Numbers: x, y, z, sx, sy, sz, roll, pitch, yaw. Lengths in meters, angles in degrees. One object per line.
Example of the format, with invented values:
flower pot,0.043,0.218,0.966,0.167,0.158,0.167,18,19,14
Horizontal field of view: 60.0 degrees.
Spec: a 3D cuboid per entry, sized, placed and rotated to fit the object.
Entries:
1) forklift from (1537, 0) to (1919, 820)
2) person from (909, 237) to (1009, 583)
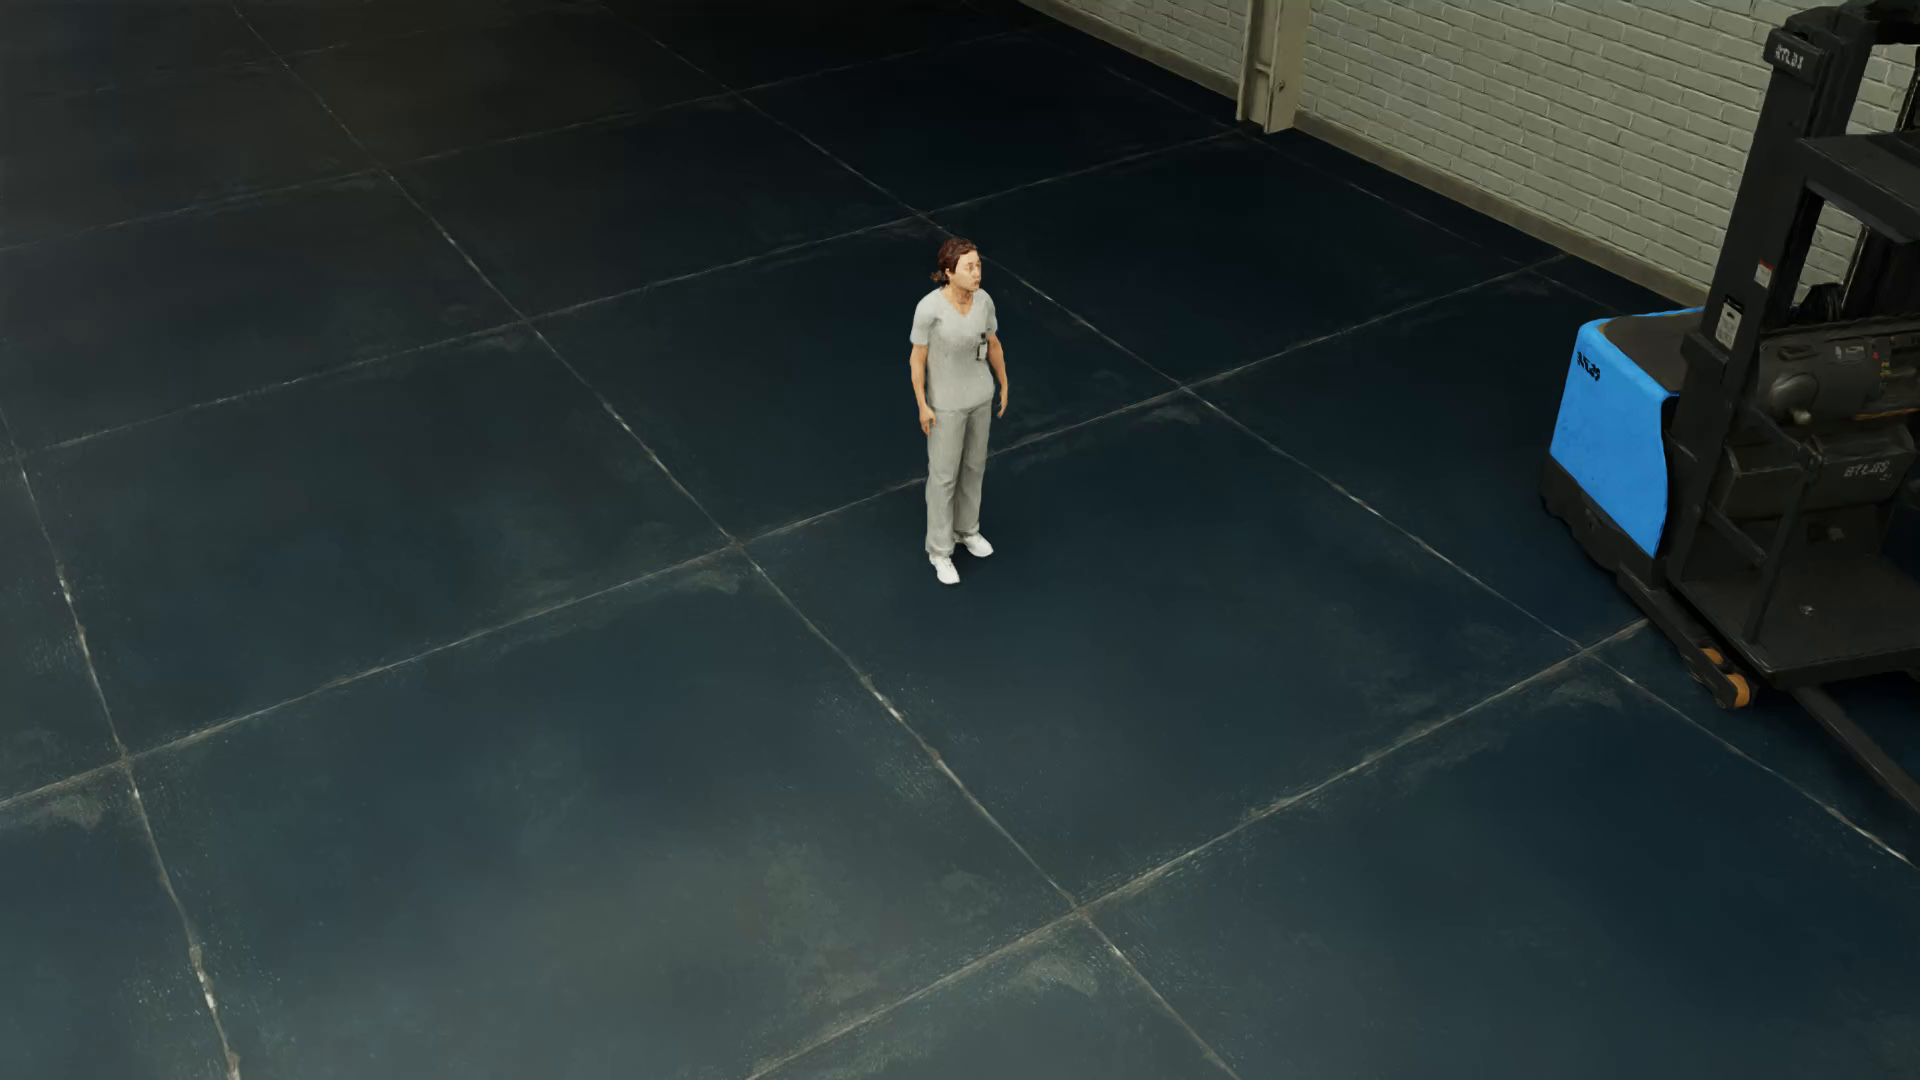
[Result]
forklift,3.941,-0.668,7.098,1.130,2.935,3.031,-8,36,-11
person,0.029,-0.648,8.157,0.550,1.665,0.548,-21,40,-27
